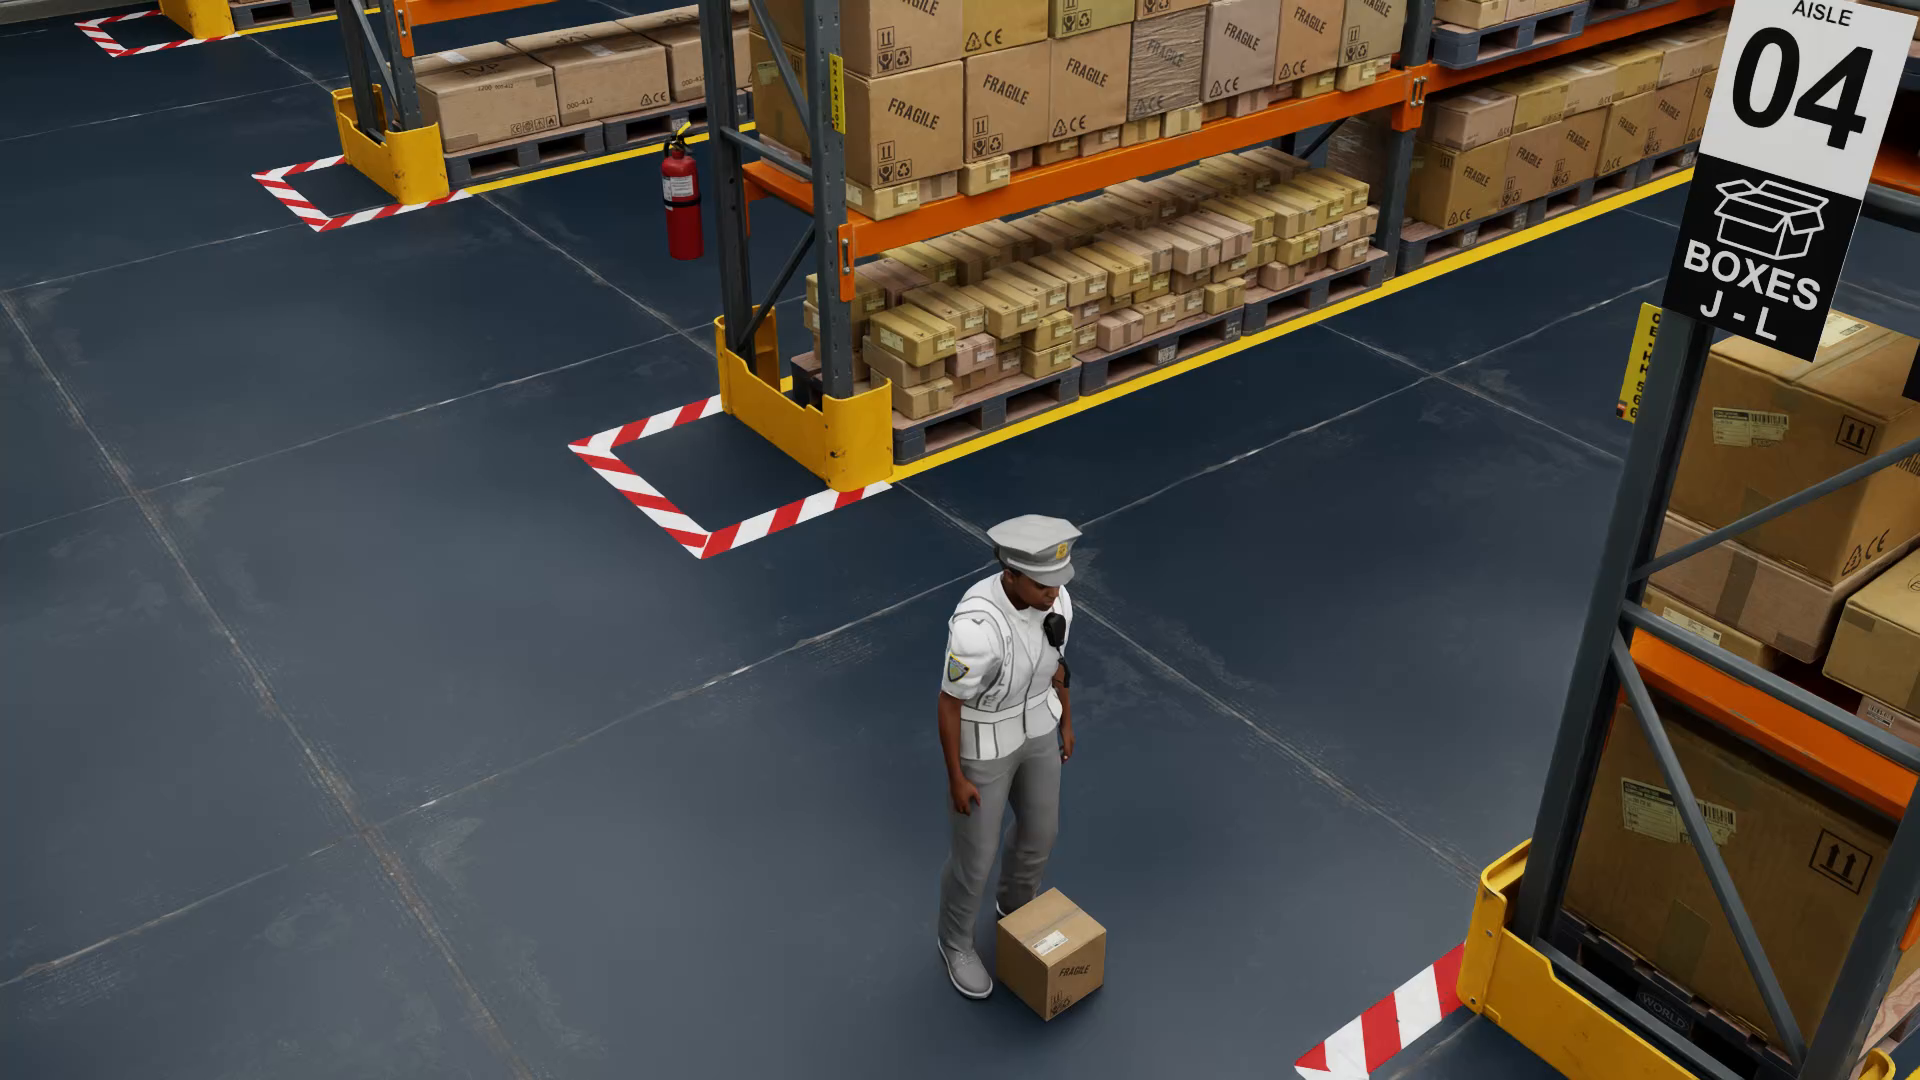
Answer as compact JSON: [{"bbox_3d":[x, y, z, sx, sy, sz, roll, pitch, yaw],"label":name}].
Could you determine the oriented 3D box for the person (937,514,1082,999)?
[{"bbox_3d":[0.144,0.641,5.126,0.521,1.659,0.398,-24,39,-32],"label":"person"}]
